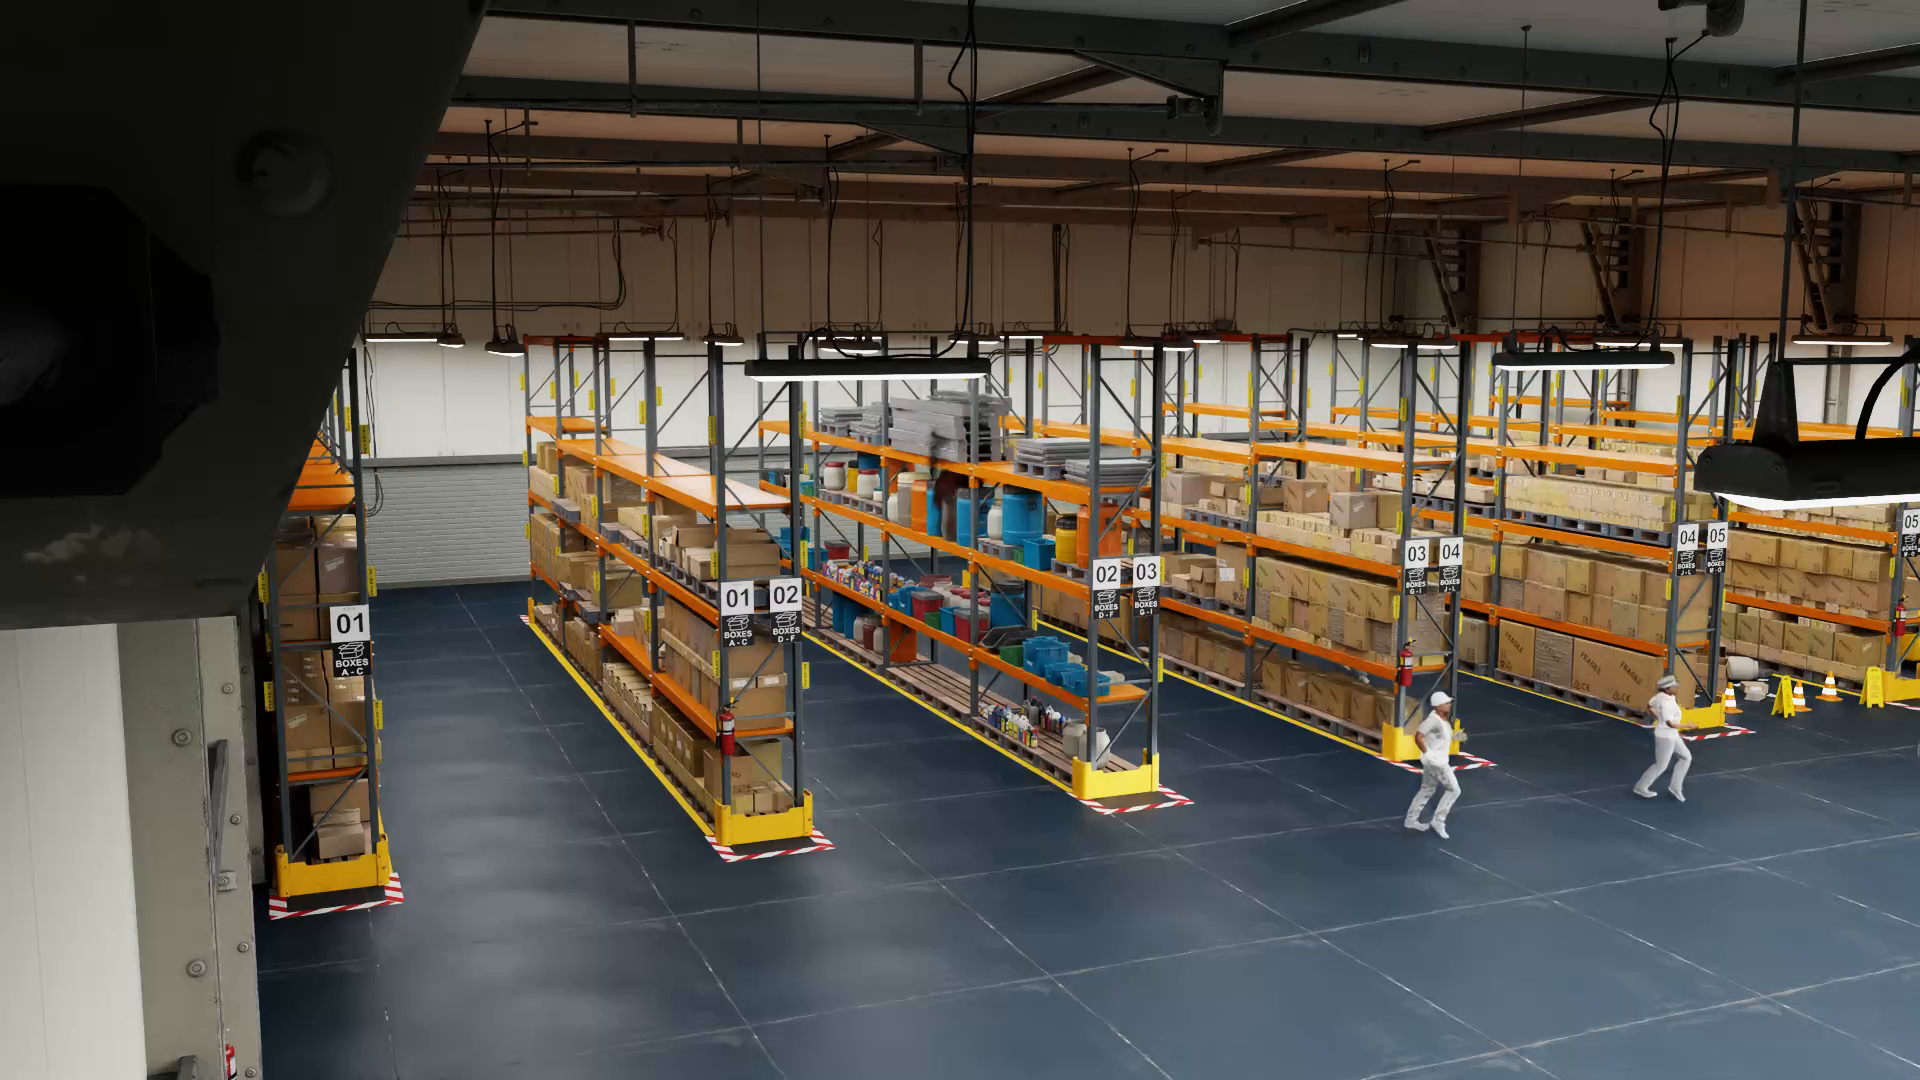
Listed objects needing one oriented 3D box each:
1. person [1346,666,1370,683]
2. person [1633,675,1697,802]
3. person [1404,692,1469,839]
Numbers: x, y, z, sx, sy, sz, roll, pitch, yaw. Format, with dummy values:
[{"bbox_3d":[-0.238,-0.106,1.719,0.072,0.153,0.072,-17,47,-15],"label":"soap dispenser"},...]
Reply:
[{"bbox_3d":[7.021,1.619,29.295,0.565,1.684,0.824,-3,8,-24],"label":"person"},{"bbox_3d":[9.303,2.614,21.908,0.734,1.728,0.581,3,8,22],"label":"person"},{"bbox_3d":[5.869,2.759,20.440,0.743,1.829,0.645,1,8,10],"label":"person"}]
